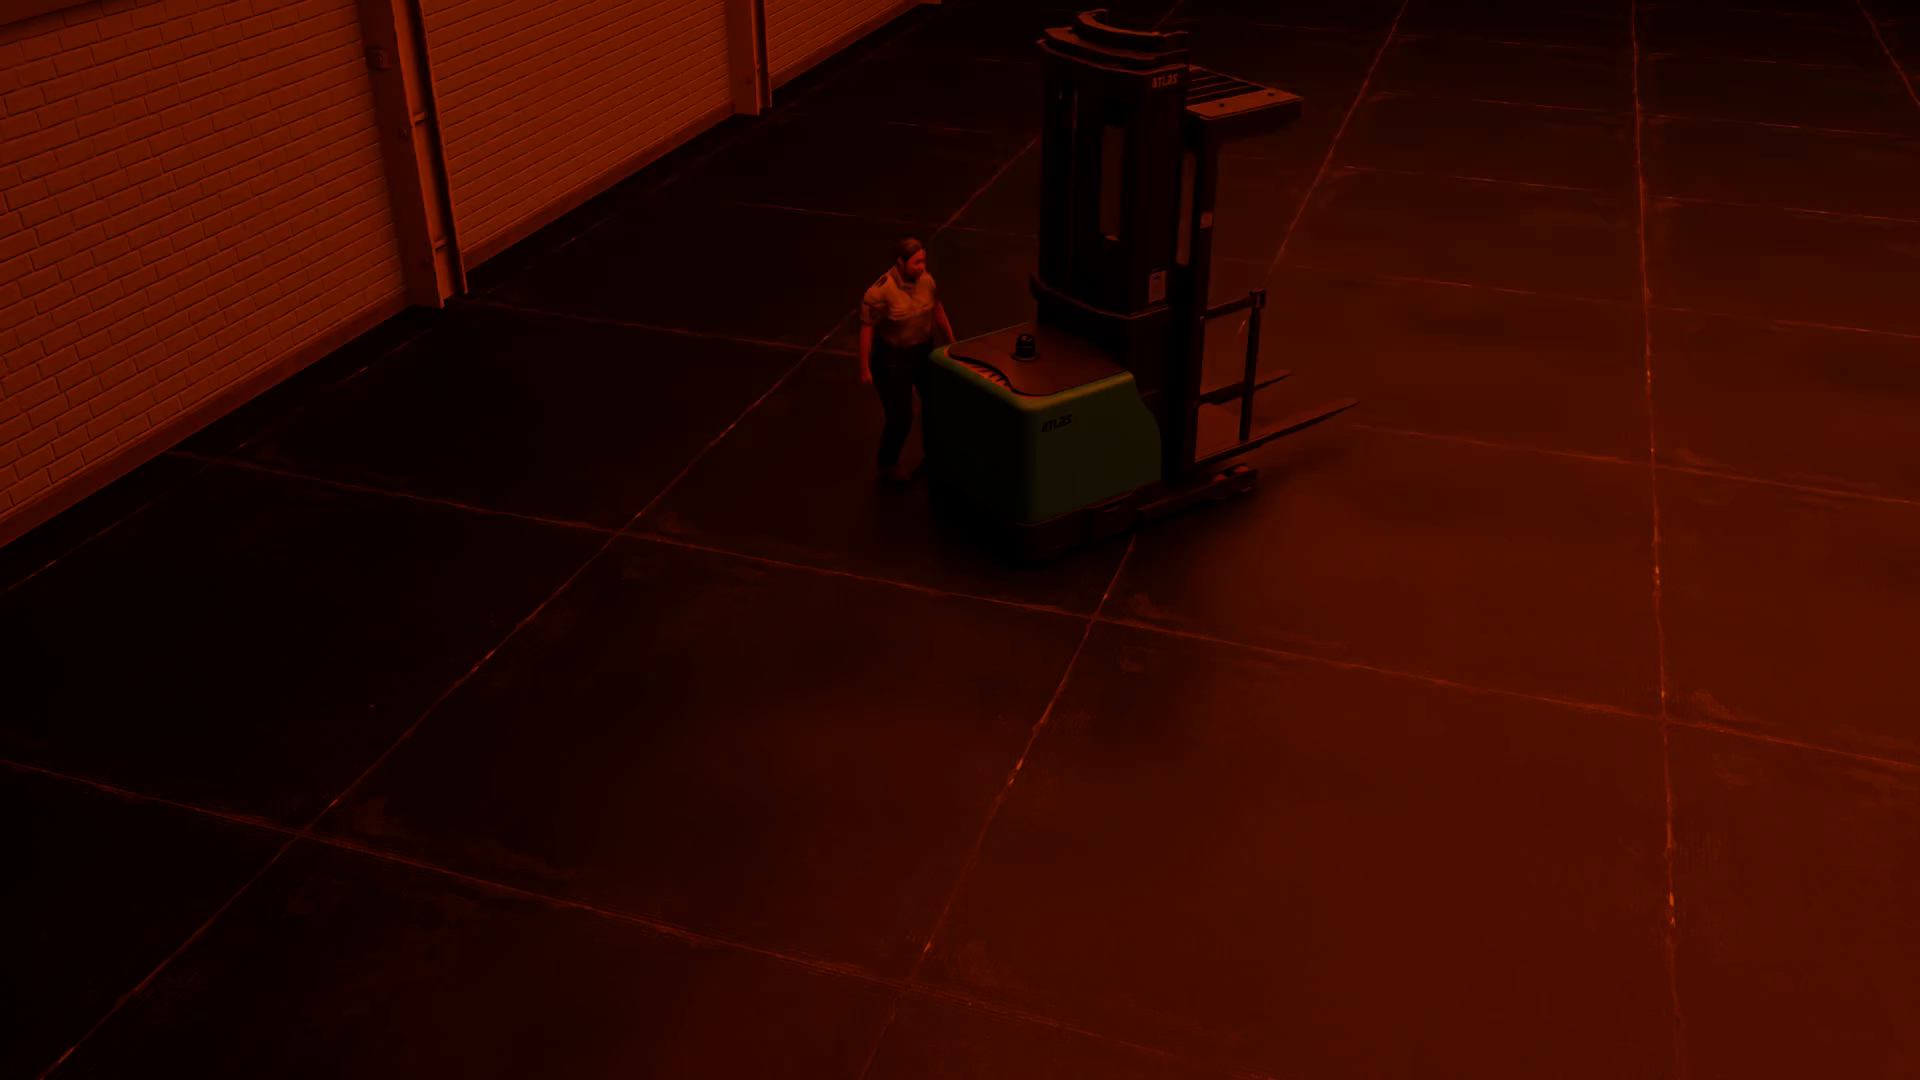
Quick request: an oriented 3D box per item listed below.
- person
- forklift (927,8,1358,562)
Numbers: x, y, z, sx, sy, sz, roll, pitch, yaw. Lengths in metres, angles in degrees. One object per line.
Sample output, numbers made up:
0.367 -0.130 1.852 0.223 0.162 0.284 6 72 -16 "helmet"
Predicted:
-0.302 -1.138 10.452 0.740 1.628 0.383 -21 36 -32 "person"
1.285 -1.714 10.143 3.031 2.935 1.130 -20 35 -31 "forklift"
